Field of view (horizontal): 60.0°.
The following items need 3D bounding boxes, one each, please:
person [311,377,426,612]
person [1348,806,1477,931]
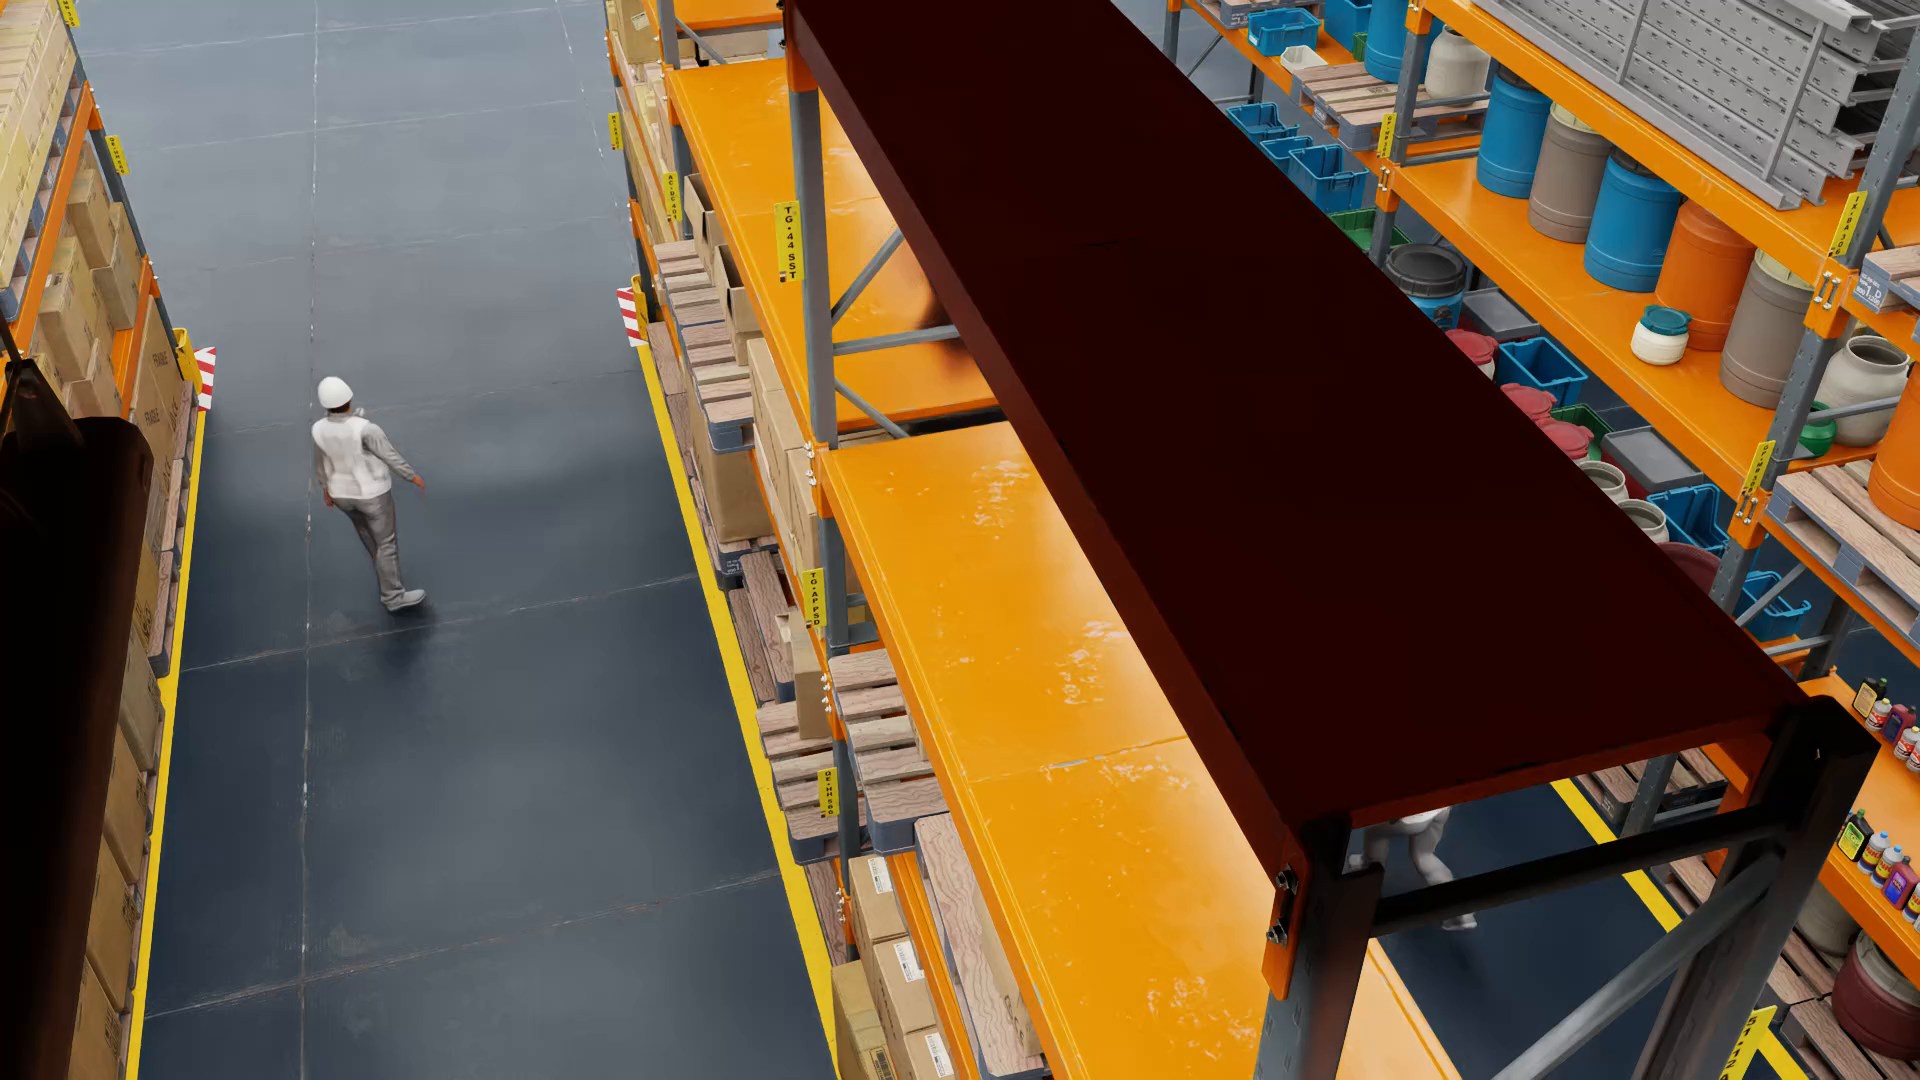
[{"bbox_3d":[-4.227,-0.373,11.896,0.700,1.766,0.762,6,39,8],"label":"person"},{"bbox_3d":[2.657,1.616,9.531,0.599,1.639,0.960,-25,45,-28],"label":"person"}]
